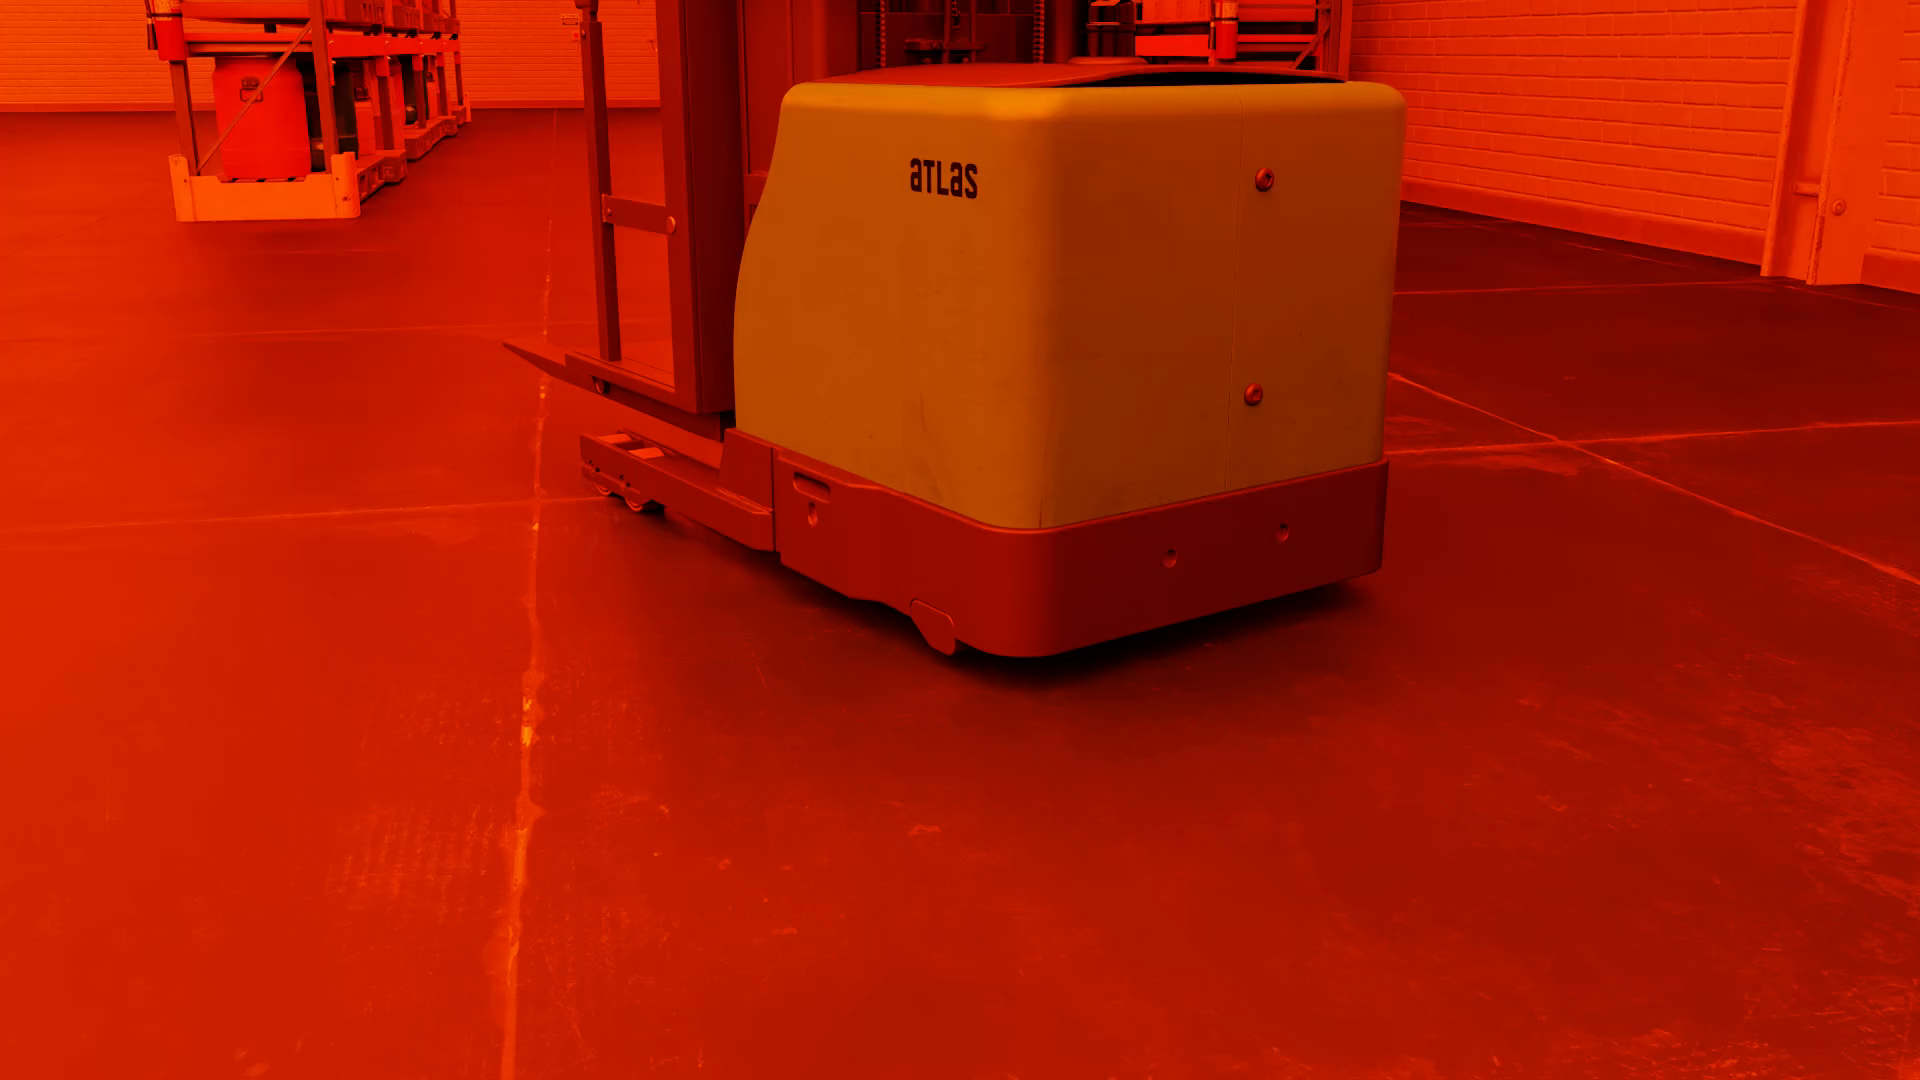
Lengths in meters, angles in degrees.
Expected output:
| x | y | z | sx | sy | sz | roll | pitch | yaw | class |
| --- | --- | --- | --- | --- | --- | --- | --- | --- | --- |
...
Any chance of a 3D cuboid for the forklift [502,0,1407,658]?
| x | y | z | sx | sy | sz | roll | pitch | yaw | class |
| --- | --- | --- | --- | --- | --- | --- | --- | --- | --- |
| -0.350 | -1.547 | 4.075 | 1.130 | 2.935 | 3.031 | -11 | 20 | -34 | forklift |
